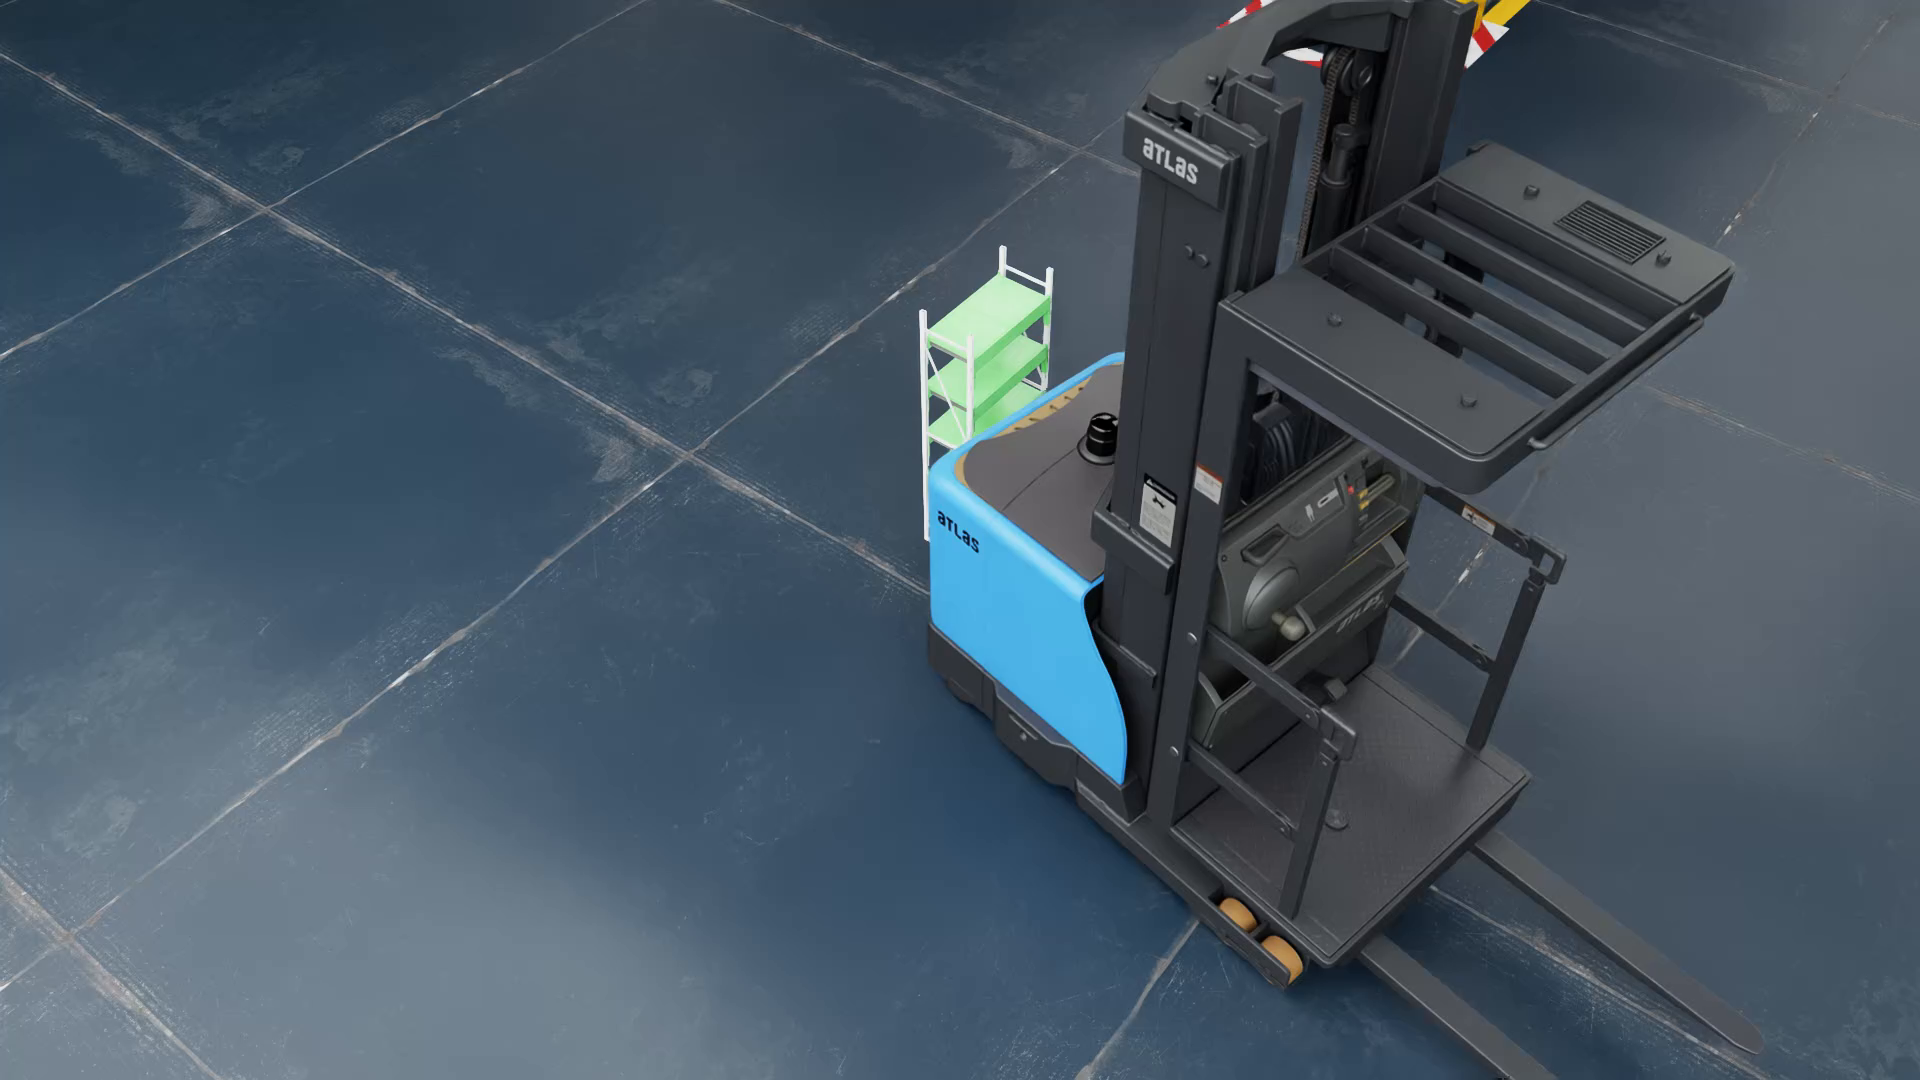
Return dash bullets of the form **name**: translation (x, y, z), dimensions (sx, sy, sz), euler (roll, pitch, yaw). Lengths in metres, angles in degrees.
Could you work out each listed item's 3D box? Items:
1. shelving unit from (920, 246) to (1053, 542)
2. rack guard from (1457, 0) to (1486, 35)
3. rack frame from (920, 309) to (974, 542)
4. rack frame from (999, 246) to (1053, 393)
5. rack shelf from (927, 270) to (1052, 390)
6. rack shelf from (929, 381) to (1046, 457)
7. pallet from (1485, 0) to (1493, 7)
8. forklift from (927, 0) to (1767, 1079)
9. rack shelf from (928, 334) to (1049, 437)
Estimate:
- **shelving unit**: translation (0.101, -0.509, 6.571), dimensions (0.258, 1.200, 0.503), euler (29, 53, 25)
- **rack guard**: translation (2.528, -3.384, 9.802), dimensions (1.175, 0.500, 0.348), euler (29, 53, 25)
- **rack frame**: translation (-0.048, -0.370, 6.438), dimensions (0.240, 1.200, 0.015), euler (29, 53, 25)
- **rack frame**: translation (0.250, -0.649, 6.705), dimensions (0.240, 1.200, 0.015), euler (29, 53, 25)
- **rack shelf**: translation (0.101, -0.797, 6.270), dimensions (0.258, 0.148, 0.480), euler (29, 53, 25)
- **rack shelf**: translation (0.101, -0.465, 6.618), dimensions (0.258, 0.148, 0.480), euler (29, 53, 25)
- **pallet**: translation (3.029, -3.747, 10.348), dimensions (1.003, 0.211, 1.213), euler (29, 53, 25)
- **forklift**: translation (1.232, 0.039, 4.851), dimensions (1.130, 2.935, 3.031), euler (-33, 55, -27)
- **rack shelf**: translation (0.101, -0.631, 6.444), dimensions (0.258, 0.148, 0.480), euler (29, 53, 25)
